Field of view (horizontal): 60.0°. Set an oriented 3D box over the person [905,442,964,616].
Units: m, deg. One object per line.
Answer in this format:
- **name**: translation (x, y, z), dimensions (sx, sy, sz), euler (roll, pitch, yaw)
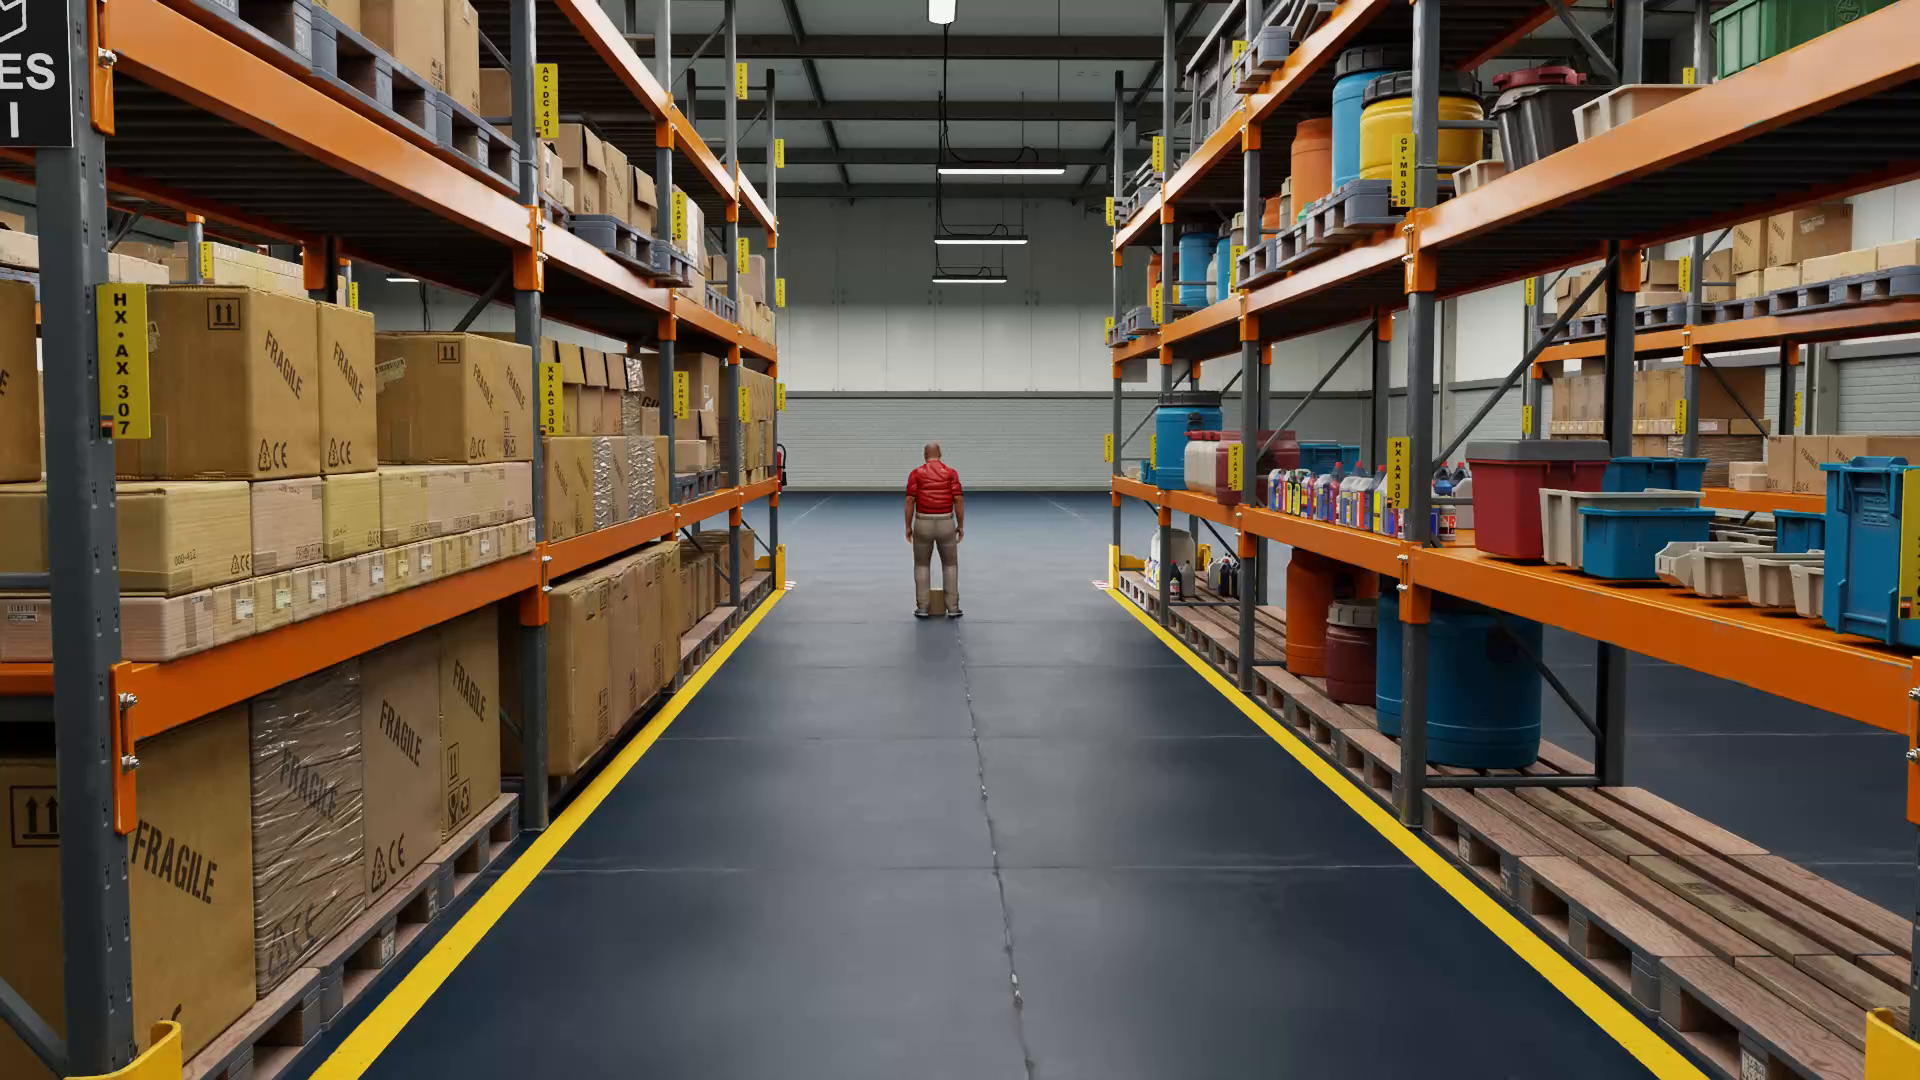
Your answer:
- **person**: translation (-0.251, -0.106, 16.474), dimensions (0.585, 1.727, 0.380), euler (0, 4, -1)
